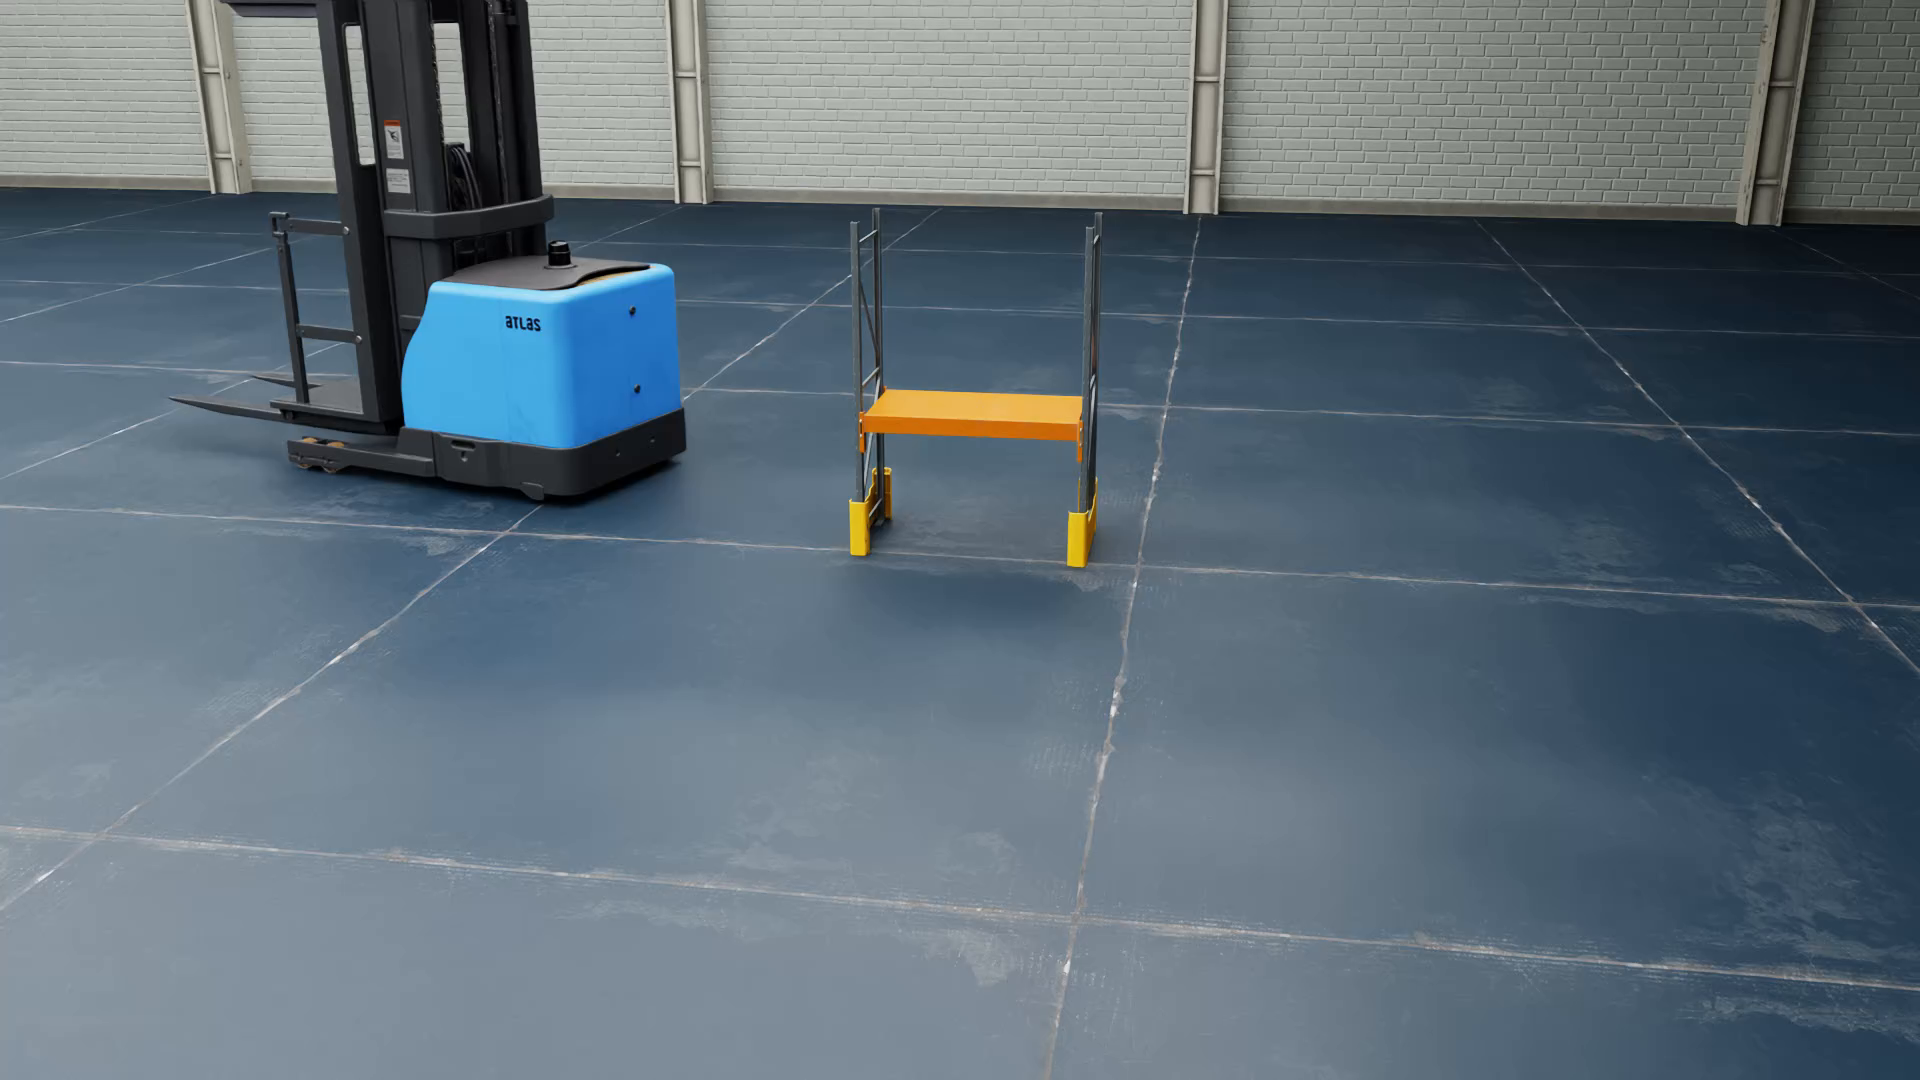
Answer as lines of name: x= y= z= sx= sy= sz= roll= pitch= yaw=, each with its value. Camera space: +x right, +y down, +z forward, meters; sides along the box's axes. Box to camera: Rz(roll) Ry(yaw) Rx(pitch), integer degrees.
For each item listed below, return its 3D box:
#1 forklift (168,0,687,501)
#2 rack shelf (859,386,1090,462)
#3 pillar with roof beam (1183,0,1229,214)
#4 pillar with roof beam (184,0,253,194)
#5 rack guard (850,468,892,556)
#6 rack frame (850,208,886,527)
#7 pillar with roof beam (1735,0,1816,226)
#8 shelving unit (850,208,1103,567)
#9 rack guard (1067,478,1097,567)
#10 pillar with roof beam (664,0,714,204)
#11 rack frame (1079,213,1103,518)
forklift: x=-3.044 y=-1.886 z=8.821 sx=3.031 sy=2.935 sz=1.130 roll=9 pitch=20 yaw=24
rack shelf: x=0.084 y=-0.536 z=7.609 sx=1.000 sy=0.185 sz=0.538 roll=3 pitch=19 yaw=9
pillar with roof beam: x=2.070 y=-6.661 z=13.529 sx=0.400 sy=9.000 sz=9.100 roll=3 pitch=19 yaw=9
pillar with roof beam: x=-9.778 y=-7.265 z=15.334 sx=0.400 sy=9.000 sz=9.100 roll=3 pitch=19 yaw=9
rack guard: x=-0.416 y=-0.140 z=7.827 sx=0.087 sy=0.250 sz=0.587 roll=3 pitch=19 yaw=9
rack frame: x=-0.418 y=-0.733 z=7.629 sx=0.032 sy=1.500 sz=0.500 roll=3 pitch=19 yaw=9
pillar with roof beam: x=7.994 y=-6.359 z=12.627 sx=0.400 sy=9.000 sz=9.100 roll=3 pitch=19 yaw=9
shelving unit: x=0.075 y=-0.707 z=7.554 sx=1.083 sy=1.500 sz=0.587 roll=3 pitch=19 yaw=9
rack guard: x=0.567 y=-0.090 z=7.677 sx=0.087 sy=0.250 sz=0.587 roll=3 pitch=19 yaw=9
pillar with roof beam: x=-3.854 y=-6.963 z=14.432 sx=0.400 sy=9.000 sz=9.100 roll=3 pitch=19 yaw=9
rack frame: x=0.586 y=-0.681 z=7.476 sx=0.032 sy=1.500 sz=0.500 roll=3 pitch=19 yaw=9
